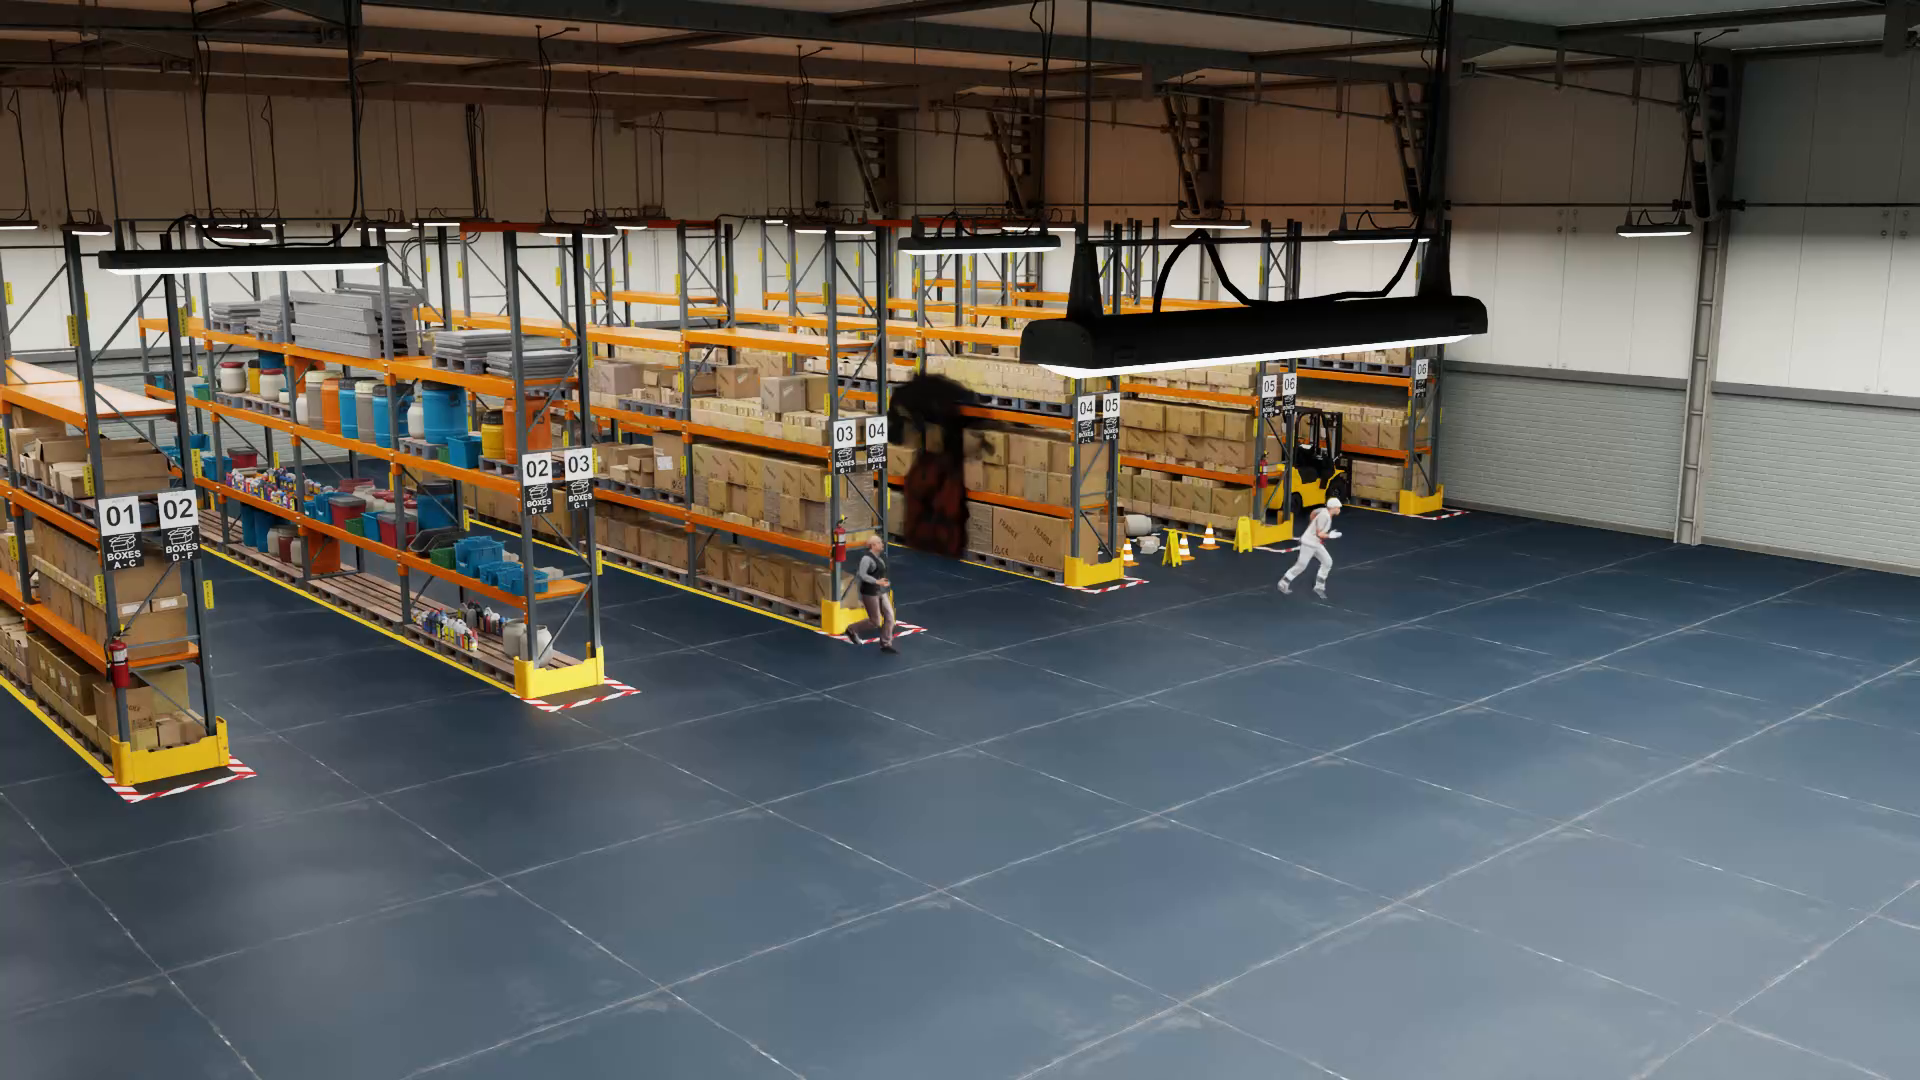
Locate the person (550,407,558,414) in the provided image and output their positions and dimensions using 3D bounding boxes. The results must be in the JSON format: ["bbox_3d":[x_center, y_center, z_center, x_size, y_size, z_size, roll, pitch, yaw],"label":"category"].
[{"bbox_3d":[-9.573,-2.300,38.939,0.729,1.698,0.580,-1,11,-7],"label":"person"}]

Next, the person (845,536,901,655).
[{"bbox_3d":[-1.249,0.782,23.753,0.832,1.719,0.697,5,12,21],"label":"person"}]

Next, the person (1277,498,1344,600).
[{"bbox_3d":[5.700,0.143,27.066,1.020,1.714,0.707,4,12,18],"label":"person"}]
